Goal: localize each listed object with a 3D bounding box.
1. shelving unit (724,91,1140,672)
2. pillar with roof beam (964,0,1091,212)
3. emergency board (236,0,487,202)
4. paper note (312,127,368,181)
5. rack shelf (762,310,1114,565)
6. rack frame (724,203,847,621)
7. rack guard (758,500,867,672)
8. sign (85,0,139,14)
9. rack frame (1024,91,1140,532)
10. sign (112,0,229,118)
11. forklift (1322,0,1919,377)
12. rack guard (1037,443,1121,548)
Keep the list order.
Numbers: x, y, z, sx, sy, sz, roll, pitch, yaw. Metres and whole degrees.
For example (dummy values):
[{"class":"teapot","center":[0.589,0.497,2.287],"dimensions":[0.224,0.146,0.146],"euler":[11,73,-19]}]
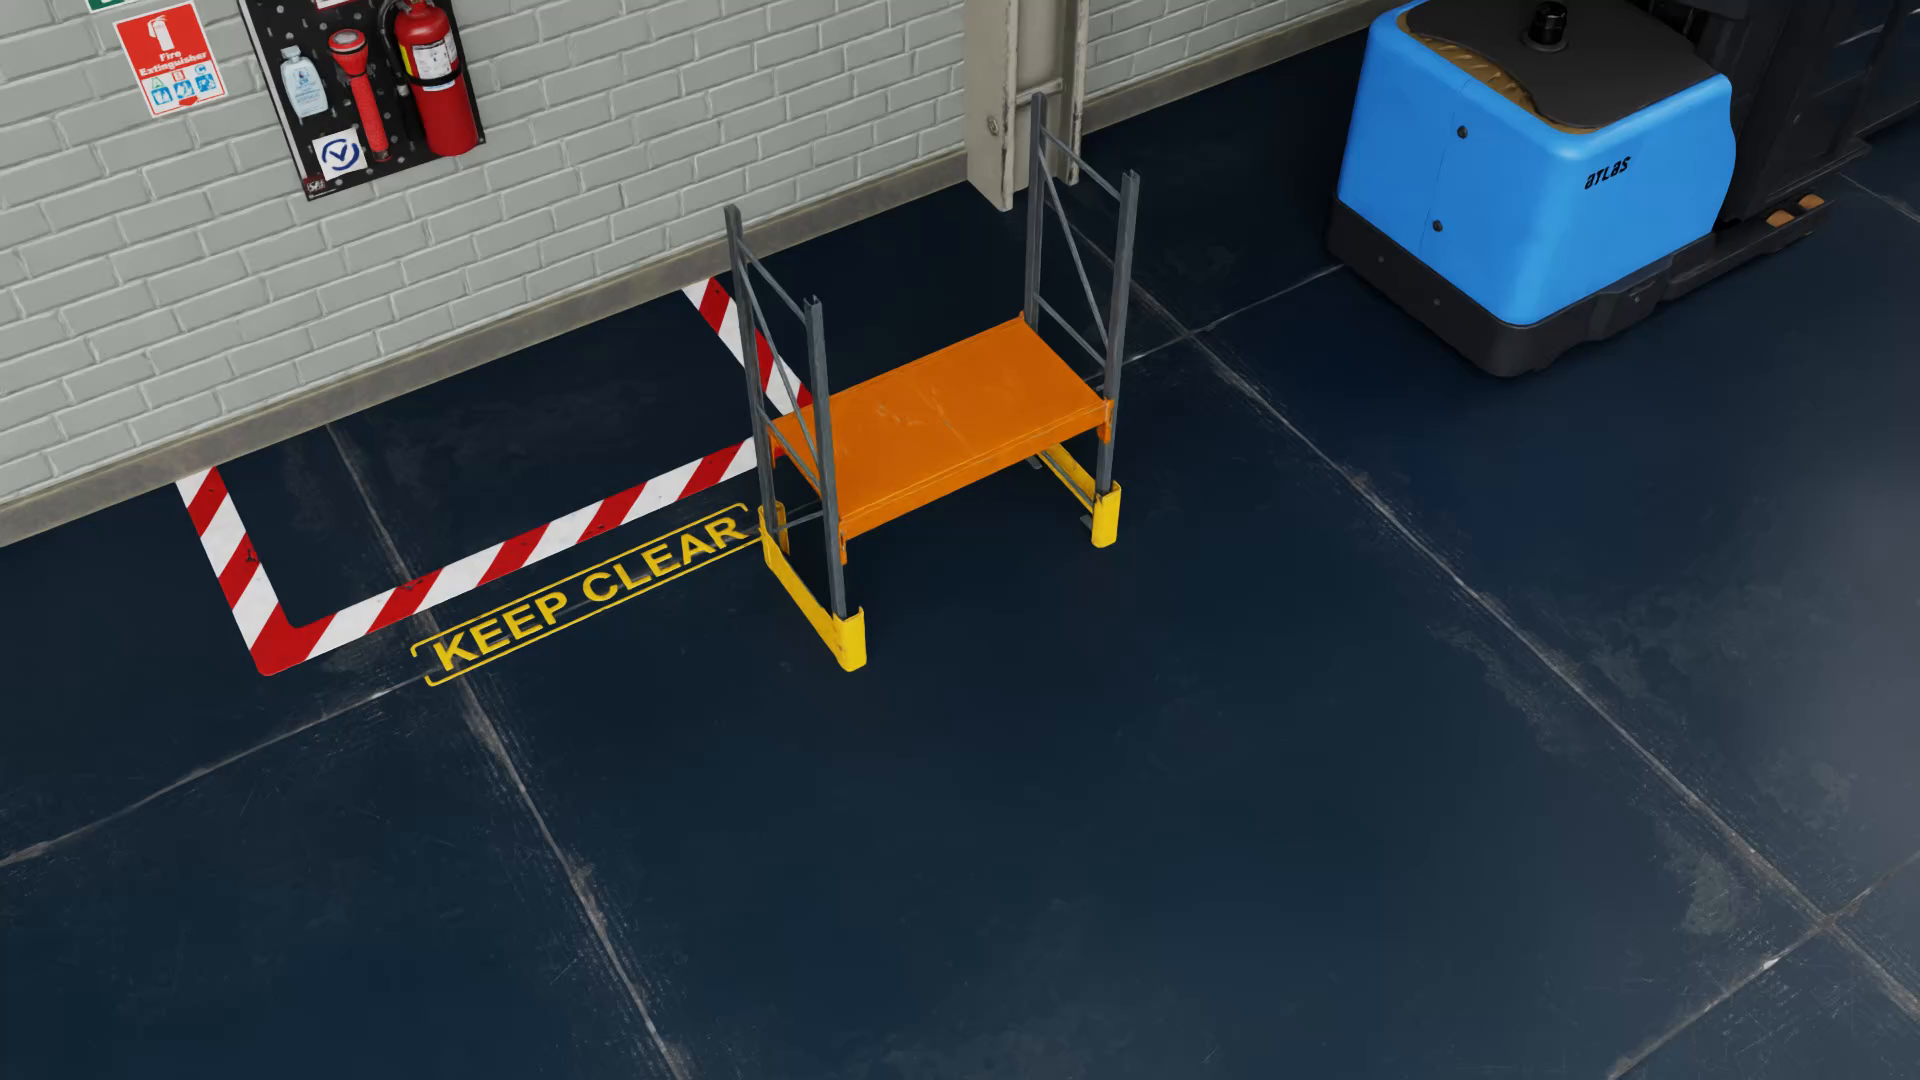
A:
[{"class":"shelving unit","center":[-0.064,-0.468,5.163],"dimensions":[1.083,1.500,0.587],"euler":[-25,53,-21]},{"class":"pillar with roof beam","center":[2.560,-1.823,1.348],"dimensions":[0.400,9.000,9.100],"euler":[-25,53,-21]},{"class":"emergency board","center":[-1.848,-1.587,5.154],"dimensions":[0.643,1.169,0.194],"euler":[-25,53,-21]},{"class":"paper note","center":[-2.034,-1.267,5.459],"dimensions":[0.142,0.148,0.016],"euler":[-25,53,-21]},{"class":"rack shelf","center":[-0.072,-0.345,5.294],"dimensions":[1.000,0.185,0.538],"euler":[-25,53,-21]},{"class":"rack frame","center":[-0.502,-0.262,4.979],"dimensions":[0.032,1.500,0.500],"euler":[-25,53,-21]},{"class":"rack guard","center":[-0.486,0.146,5.453],"dimensions":[0.087,0.250,0.587],"euler":[-25,53,-21]},{"class":"sign","center":[-2.362,-1.616,4.802],"dimensions":[0.331,0.109,0.001],"euler":[-25,53,-21]},{"class":"rack frame","center":[0.358,-0.667,5.340],"dimensions":[0.032,1.500,0.500],"euler":[-25,53,-21]},{"class":"sign","center":[-2.370,-1.443,5.003],"dimensions":[0.234,0.329,0.001],"euler":[-25,53,-21]},{"class":"forklift","center":[2.977,-2.455,5.974],"dimensions":[3.031,2.935,1.130],"euler":[-26,53,-22]},{"class":"rack guard","center":[0.357,-0.251,5.806],"dimensions":[0.087,0.250,0.587],"euler":[-25,53,-21]}]
